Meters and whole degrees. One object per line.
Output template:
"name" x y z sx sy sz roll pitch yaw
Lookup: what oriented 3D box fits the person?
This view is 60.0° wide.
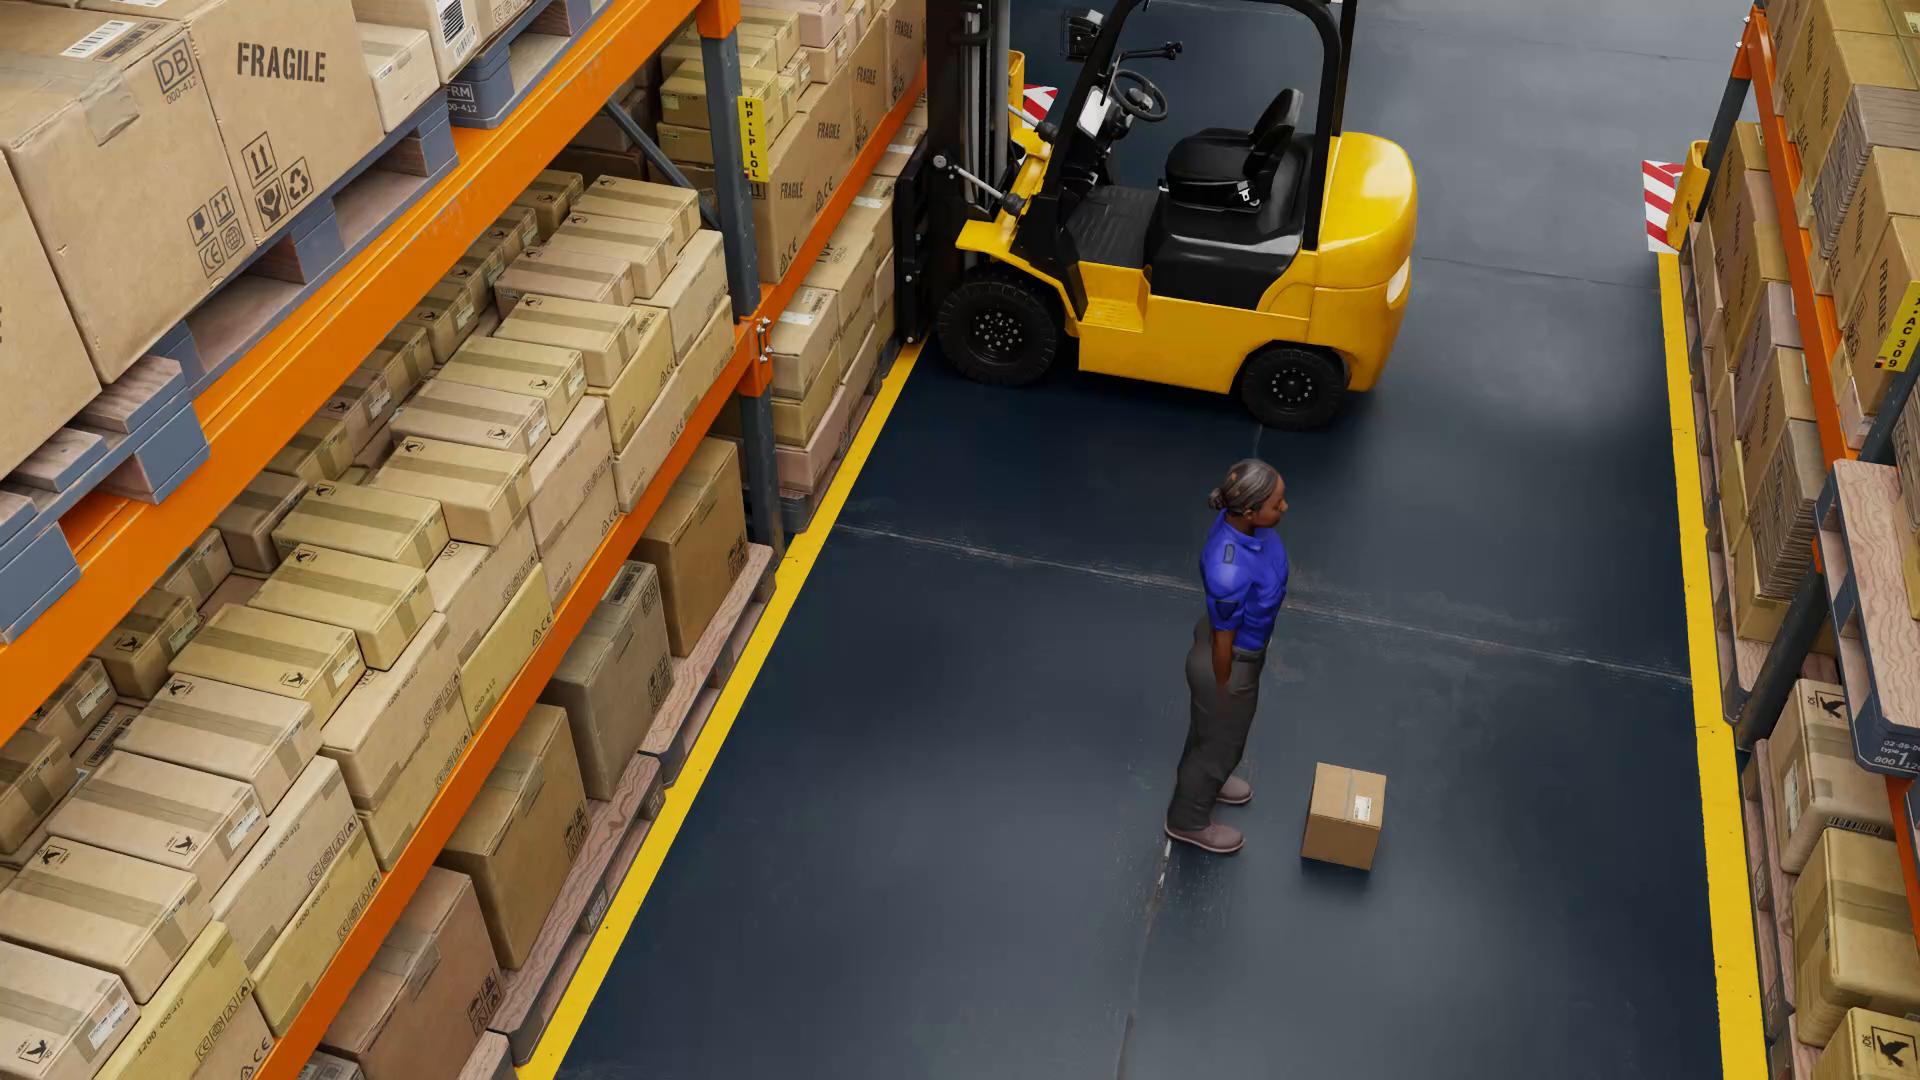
"person" 0.937 0.391 5.720 0.308 1.658 0.437 11 42 12
